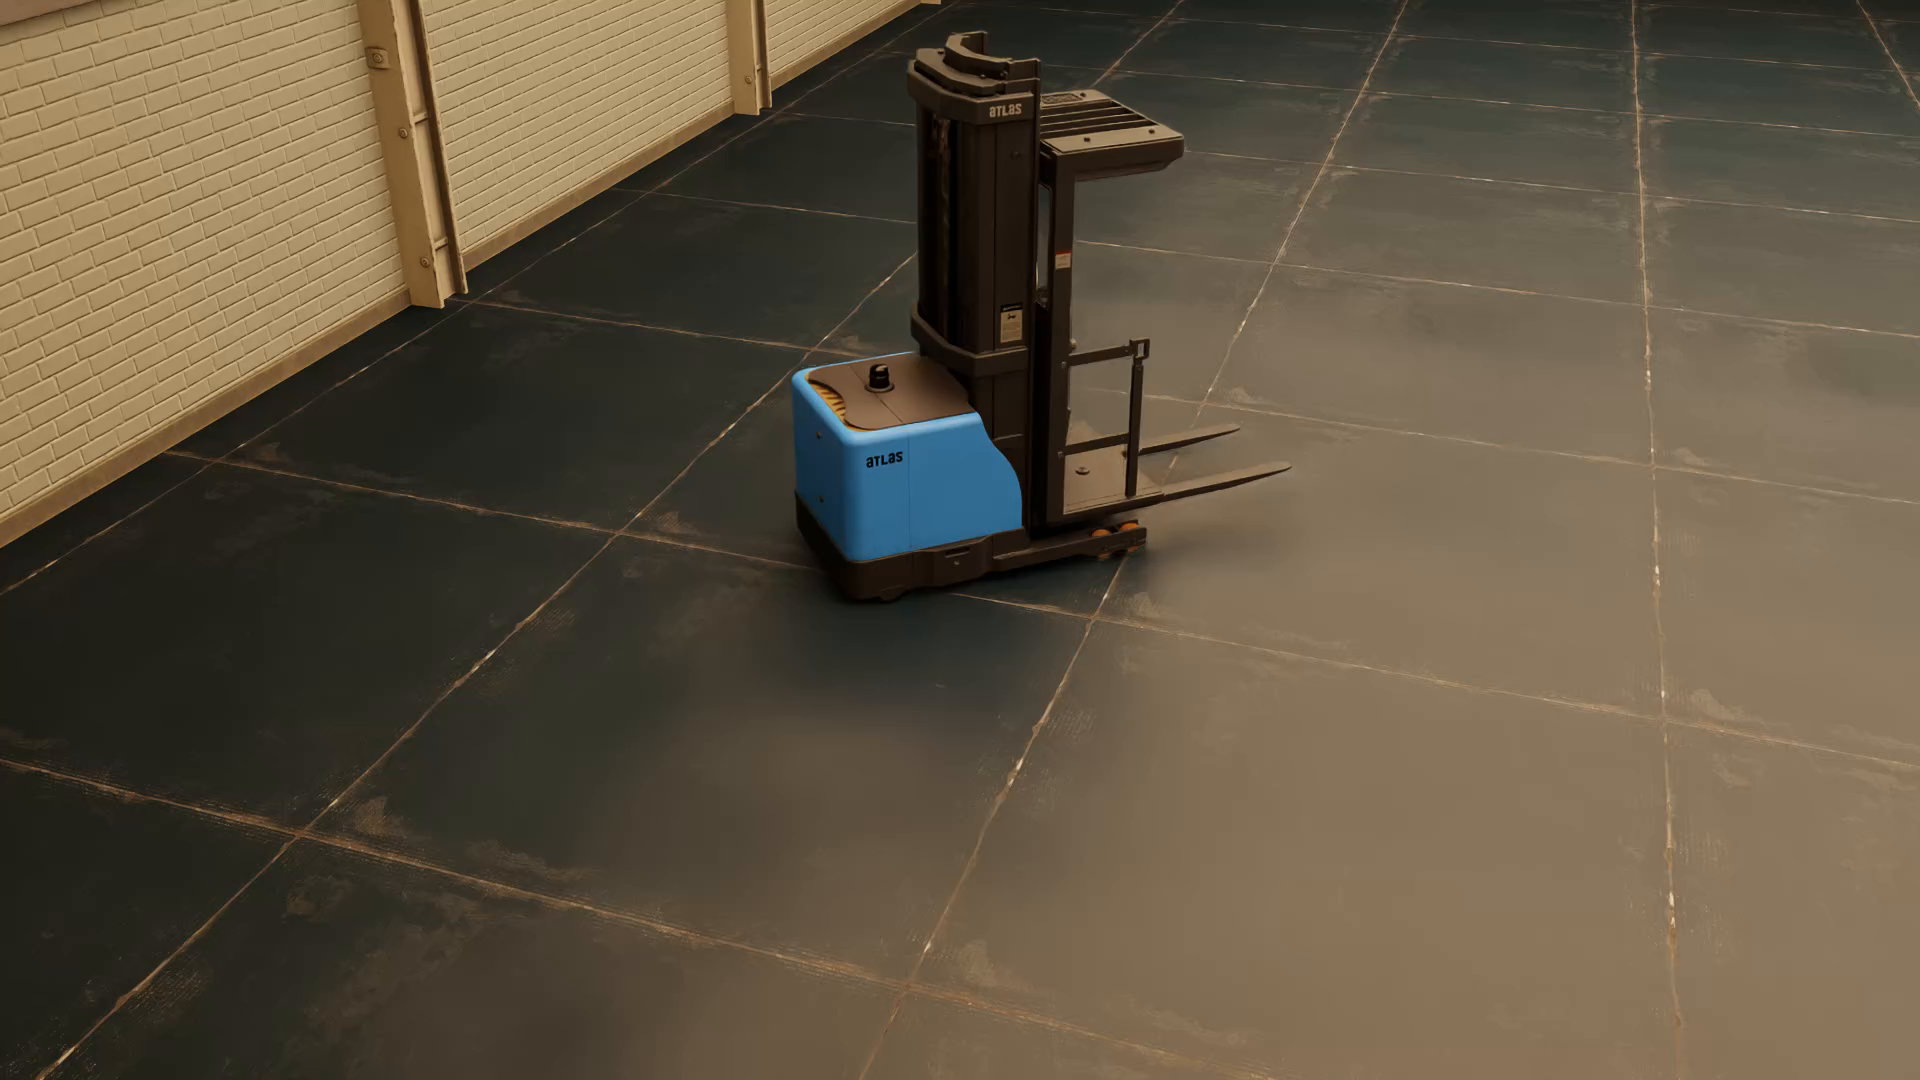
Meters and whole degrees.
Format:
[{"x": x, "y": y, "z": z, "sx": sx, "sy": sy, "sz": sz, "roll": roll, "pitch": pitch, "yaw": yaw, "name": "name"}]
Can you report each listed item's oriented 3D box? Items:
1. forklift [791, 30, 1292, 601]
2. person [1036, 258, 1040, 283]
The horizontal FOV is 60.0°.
[{"x": 0.568, "y": -1.396, "z": 9.585, "sx": 3.031, "sy": 2.935, "sz": 1.130, "roll": -12, "pitch": 32, "yaw": -20, "name": "forklift"}, {"x": 0.292, "y": -1.902, "z": 11.903, "sx": 0.732, "sy": 1.547, "sz": 0.722, "roll": -14, "pitch": 33, "yaw": -23, "name": "person"}]
